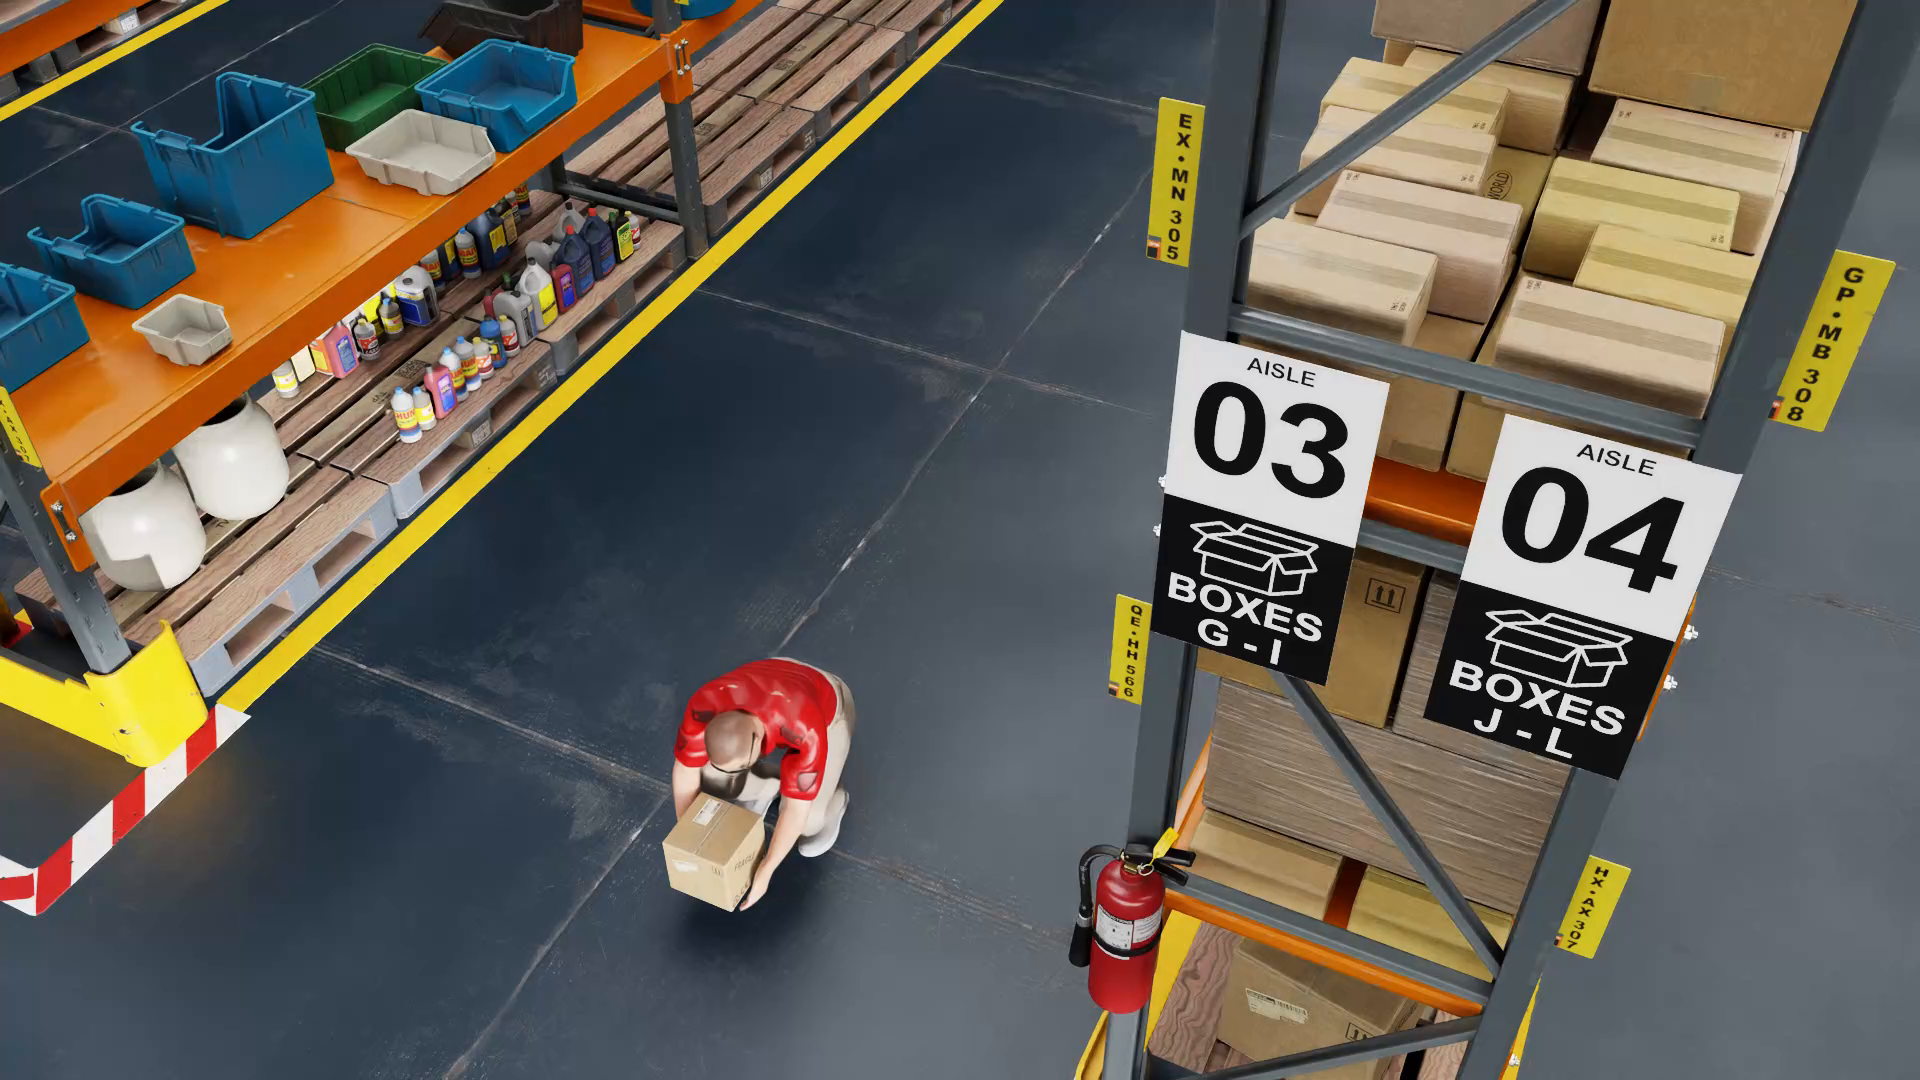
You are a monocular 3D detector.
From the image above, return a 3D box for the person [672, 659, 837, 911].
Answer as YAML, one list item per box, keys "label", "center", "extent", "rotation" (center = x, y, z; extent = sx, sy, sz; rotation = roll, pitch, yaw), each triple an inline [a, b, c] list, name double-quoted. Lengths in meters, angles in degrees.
- label: "person"
  center: [-0.698, 0.742, 5.806]
  extent: [0.556, 0.828, 0.770]
  rotation: [17, 45, 18]
